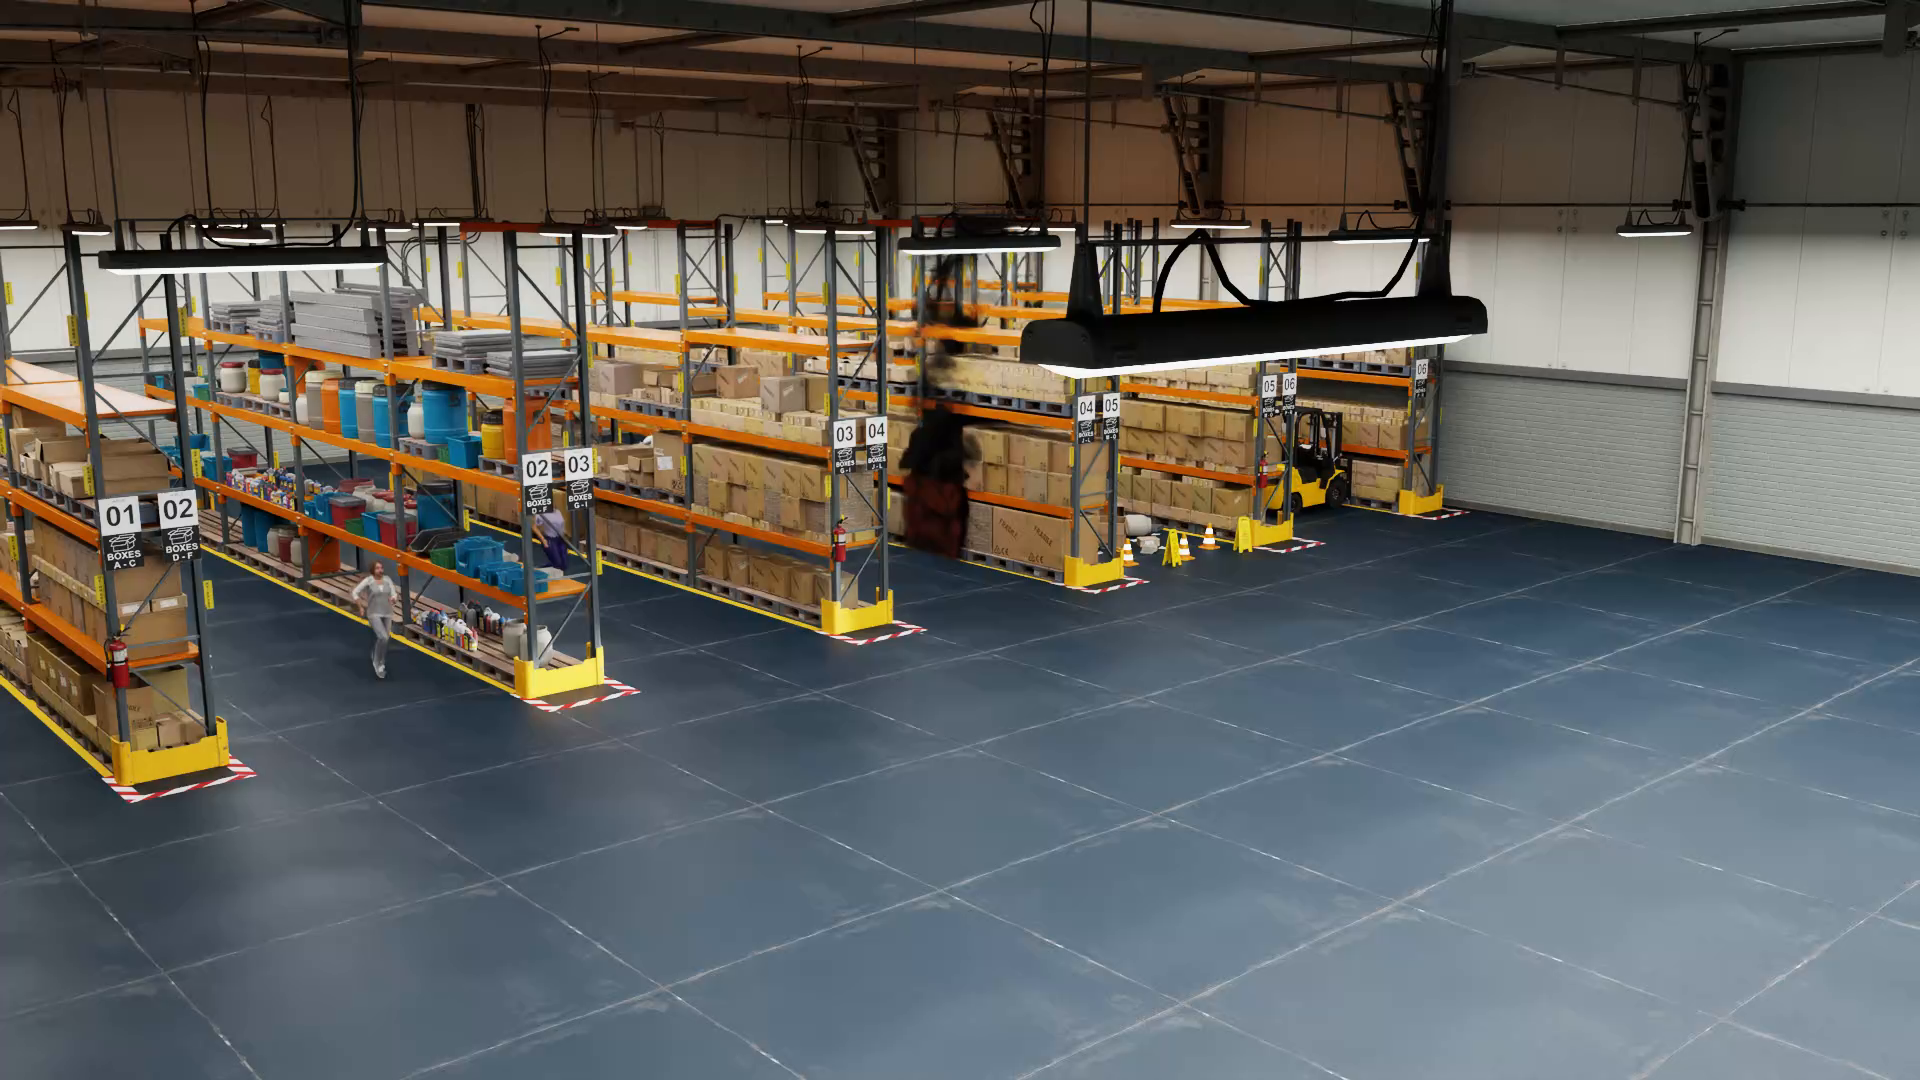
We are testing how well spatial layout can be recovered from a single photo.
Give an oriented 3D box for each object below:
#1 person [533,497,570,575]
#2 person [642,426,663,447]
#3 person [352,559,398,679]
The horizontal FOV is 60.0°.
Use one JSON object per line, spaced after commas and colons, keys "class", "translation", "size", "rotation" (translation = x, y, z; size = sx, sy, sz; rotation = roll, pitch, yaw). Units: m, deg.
{"class": "person", "translation": [-6.736, 0.058, 27.583], "size": [0.551, 1.583, 0.607], "rotation": [7, 14, 32]}
{"class": "person", "translation": [-6.358, -1.597, 35.196], "size": [0.727, 1.760, 1.035], "rotation": [-9, 14, -38]}
{"class": "person", "translation": [-7.878, 1.062, 22.565], "size": [0.682, 1.617, 0.503], "rotation": [10, 15, 41]}
